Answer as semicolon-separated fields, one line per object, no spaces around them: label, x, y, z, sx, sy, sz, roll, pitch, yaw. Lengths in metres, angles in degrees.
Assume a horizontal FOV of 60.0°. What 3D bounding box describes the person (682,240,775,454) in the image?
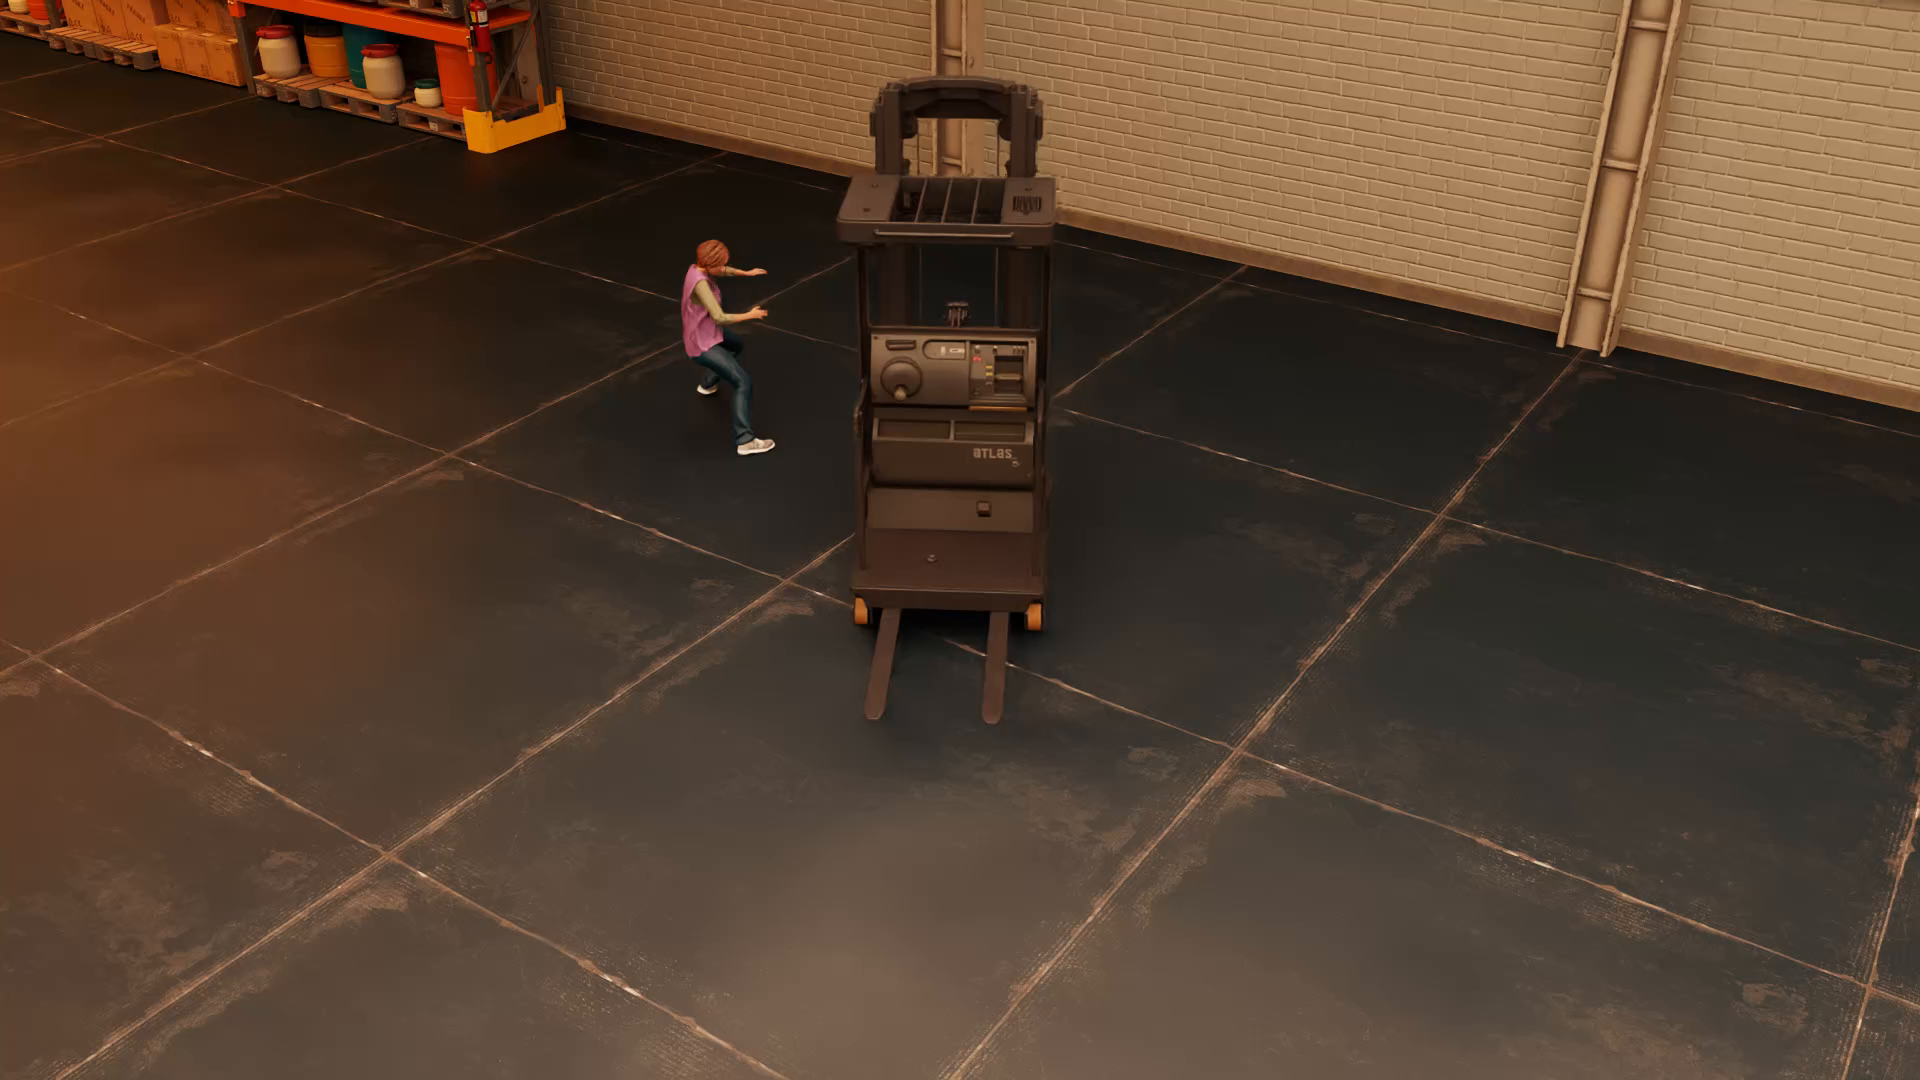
person;-1.626;-1.442;11.620;0.601;1.369;1.103;-3;30;-5

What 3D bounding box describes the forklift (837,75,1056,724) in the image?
forklift;-0.048;-0.912;9.151;1.130;2.935;3.031;2;30;3
